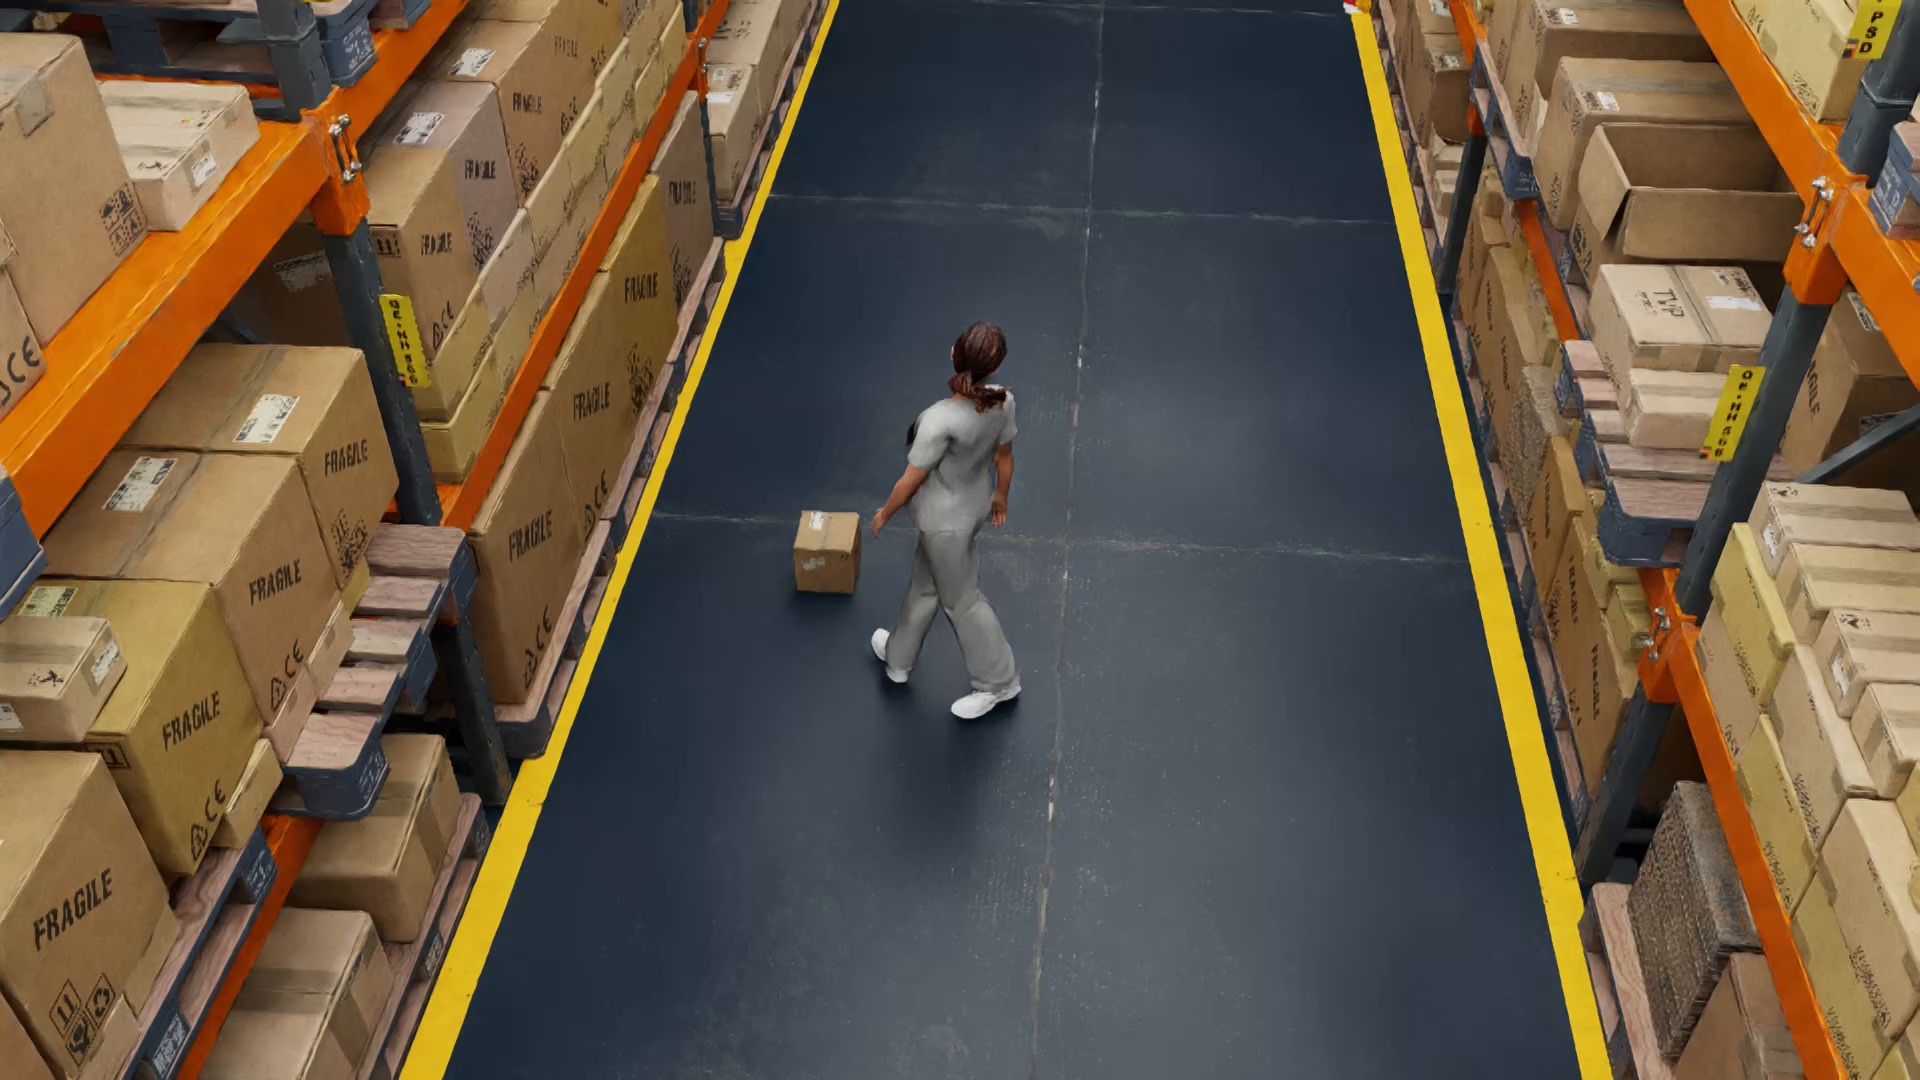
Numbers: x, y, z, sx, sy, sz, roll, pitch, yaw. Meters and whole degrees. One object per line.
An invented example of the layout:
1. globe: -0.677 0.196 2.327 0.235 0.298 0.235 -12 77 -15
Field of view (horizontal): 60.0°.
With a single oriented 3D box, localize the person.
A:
1. person: -0.050 -0.102 6.292 0.699 1.638 0.494 22 45 24
